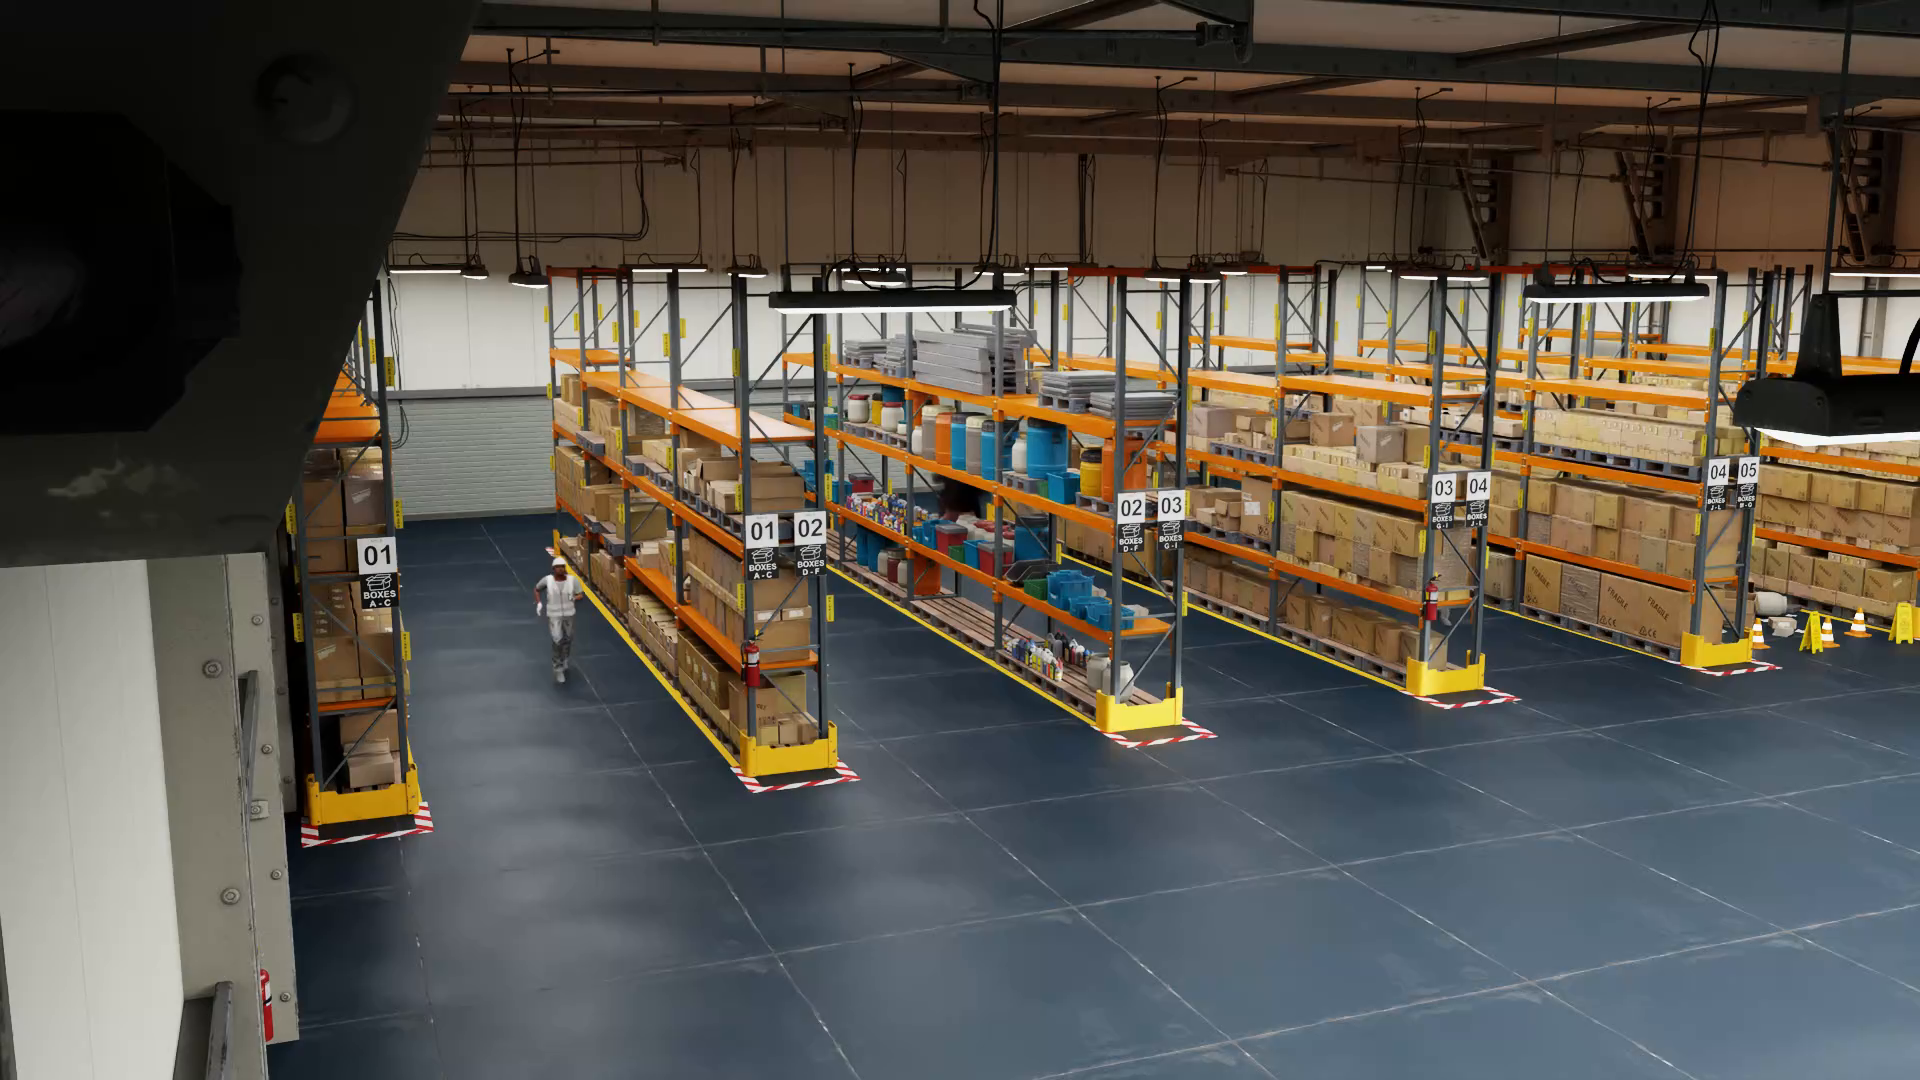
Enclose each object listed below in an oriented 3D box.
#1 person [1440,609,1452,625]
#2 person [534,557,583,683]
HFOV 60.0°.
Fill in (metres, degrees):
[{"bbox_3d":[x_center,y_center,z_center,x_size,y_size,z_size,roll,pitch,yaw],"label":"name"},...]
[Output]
[{"bbox_3d":[8.350,0.634,28.382,0.661,1.633,0.536,-6,11,-29],"label":"person"},{"bbox_3d":[-5.957,1.163,24.811,0.670,1.846,0.804,-5,11,-26],"label":"person"}]
